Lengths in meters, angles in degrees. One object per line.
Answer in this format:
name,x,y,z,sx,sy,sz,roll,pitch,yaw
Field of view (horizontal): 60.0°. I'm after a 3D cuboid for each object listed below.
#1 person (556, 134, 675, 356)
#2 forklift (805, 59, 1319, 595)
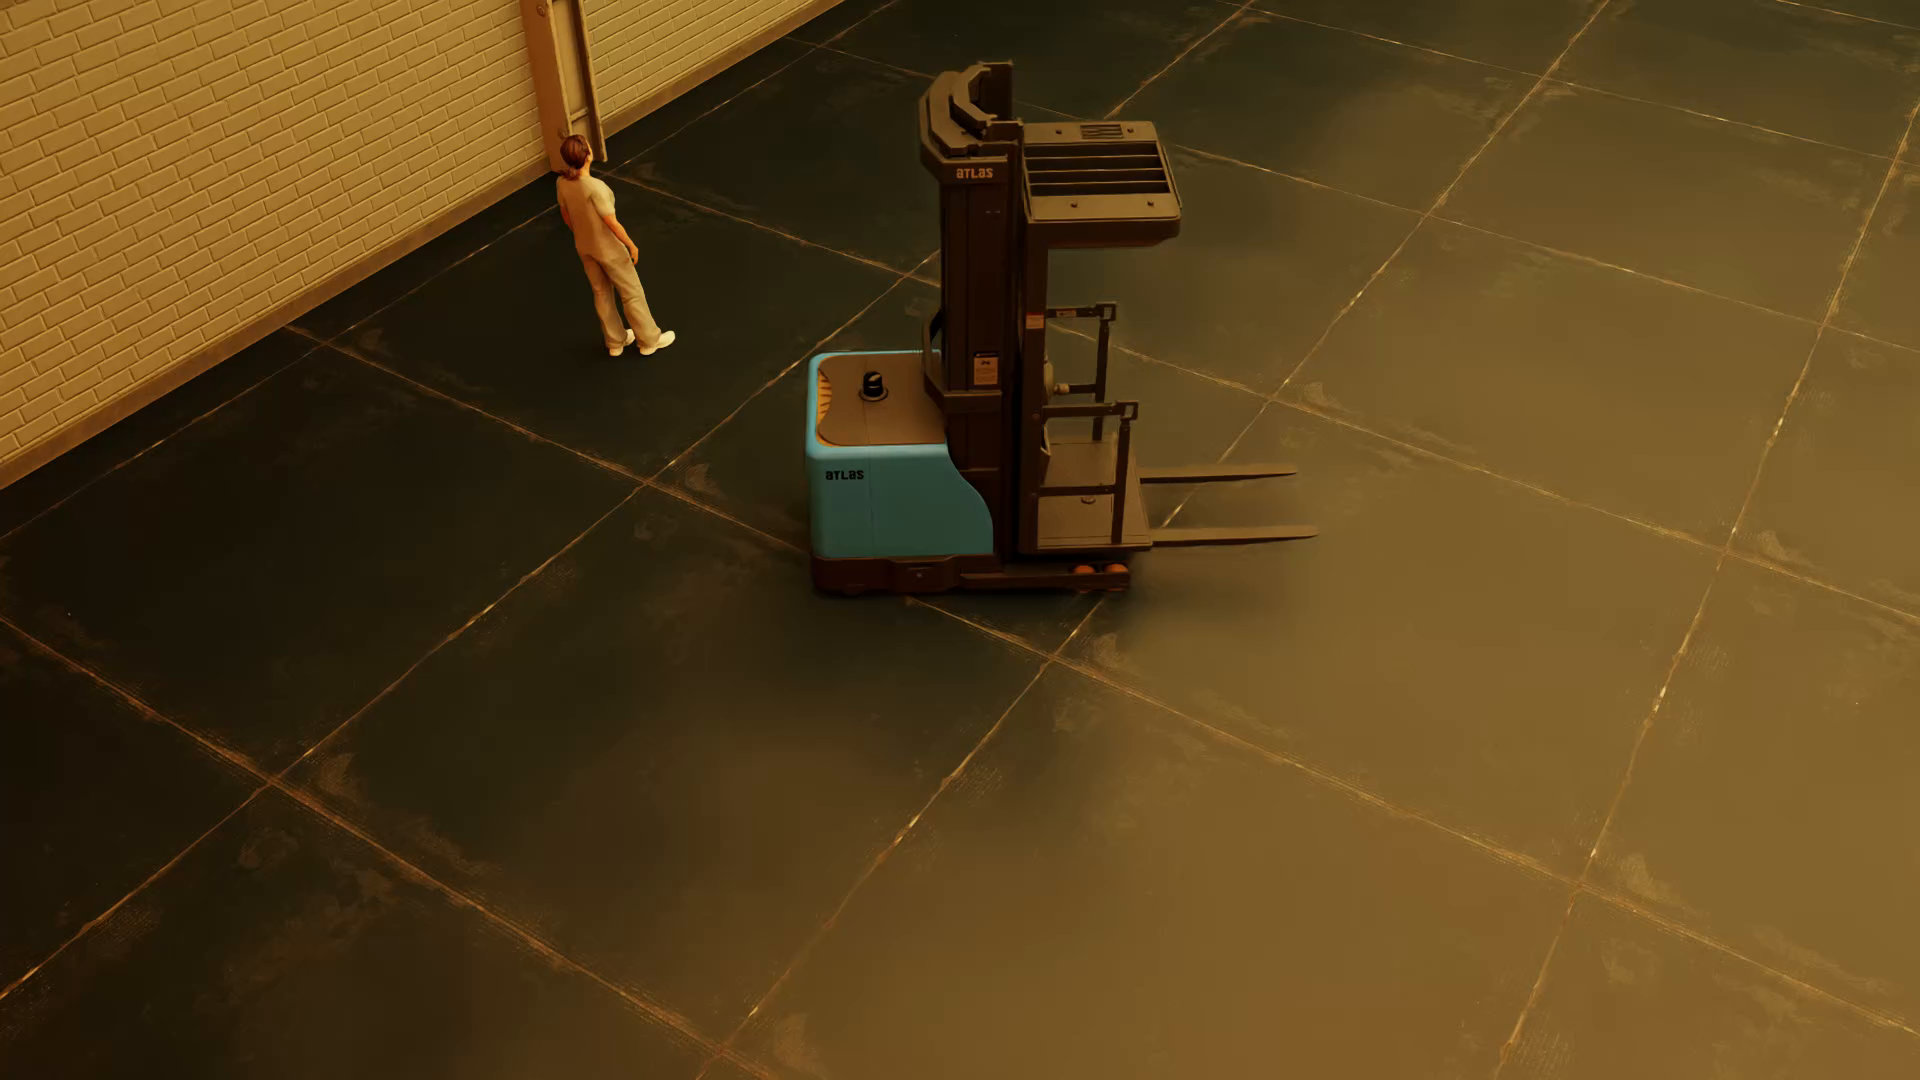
person,-2.391,-2.017,11.309,0.543,1.675,0.550,21,45,23
forklift,0.618,-1.149,9.323,3.031,2.935,1.130,-2,40,-2
